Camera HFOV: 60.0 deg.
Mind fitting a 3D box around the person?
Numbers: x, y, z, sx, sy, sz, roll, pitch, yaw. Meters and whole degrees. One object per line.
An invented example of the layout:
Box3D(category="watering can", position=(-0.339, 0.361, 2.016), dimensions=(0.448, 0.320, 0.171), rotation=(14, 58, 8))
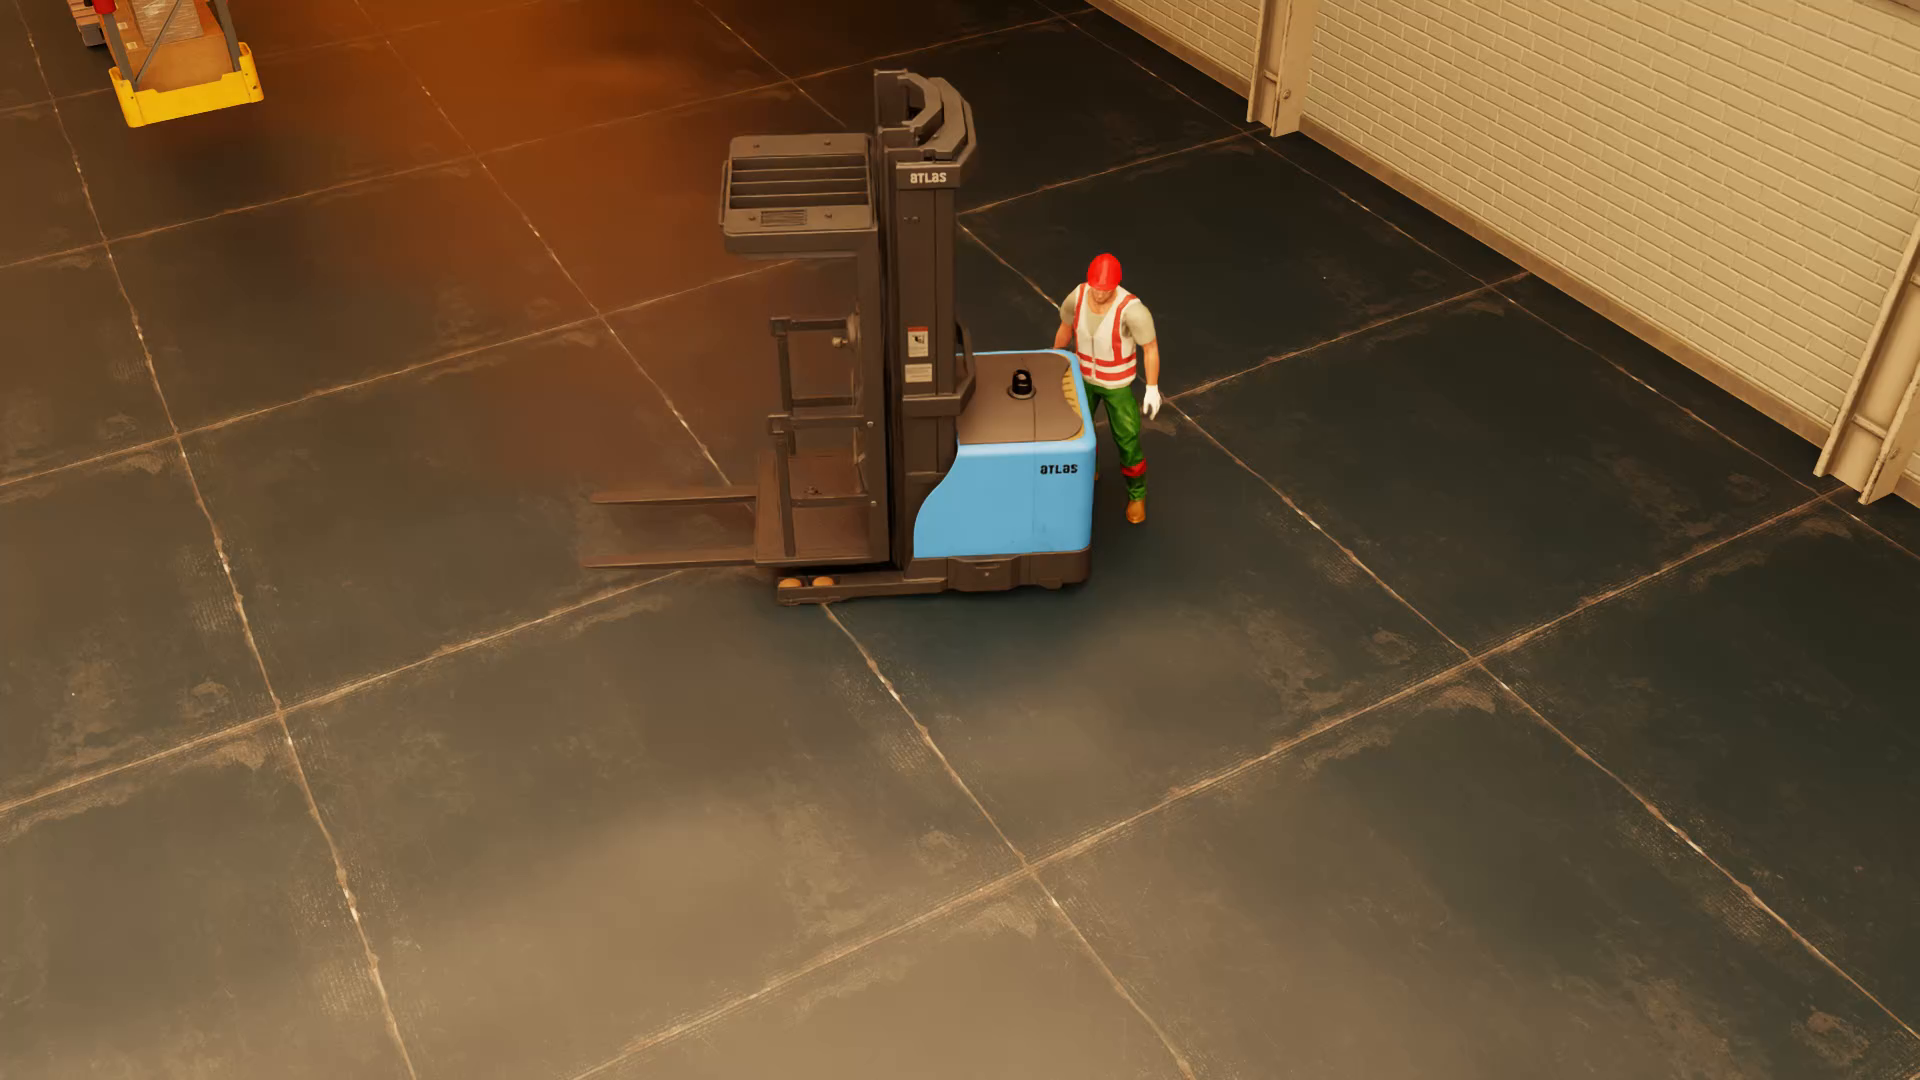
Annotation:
Box3D(category="person", position=(0.867, -0.975, 10.132), dimensions=(0.805, 1.757, 0.413), rotation=(19, 43, 22))

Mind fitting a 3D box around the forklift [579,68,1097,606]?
Box3D(category="forklift", position=(-0.757, -1.088, 9.348), dimensions=(3.031, 2.935, 1.130), rotation=(-3, 40, -3))
